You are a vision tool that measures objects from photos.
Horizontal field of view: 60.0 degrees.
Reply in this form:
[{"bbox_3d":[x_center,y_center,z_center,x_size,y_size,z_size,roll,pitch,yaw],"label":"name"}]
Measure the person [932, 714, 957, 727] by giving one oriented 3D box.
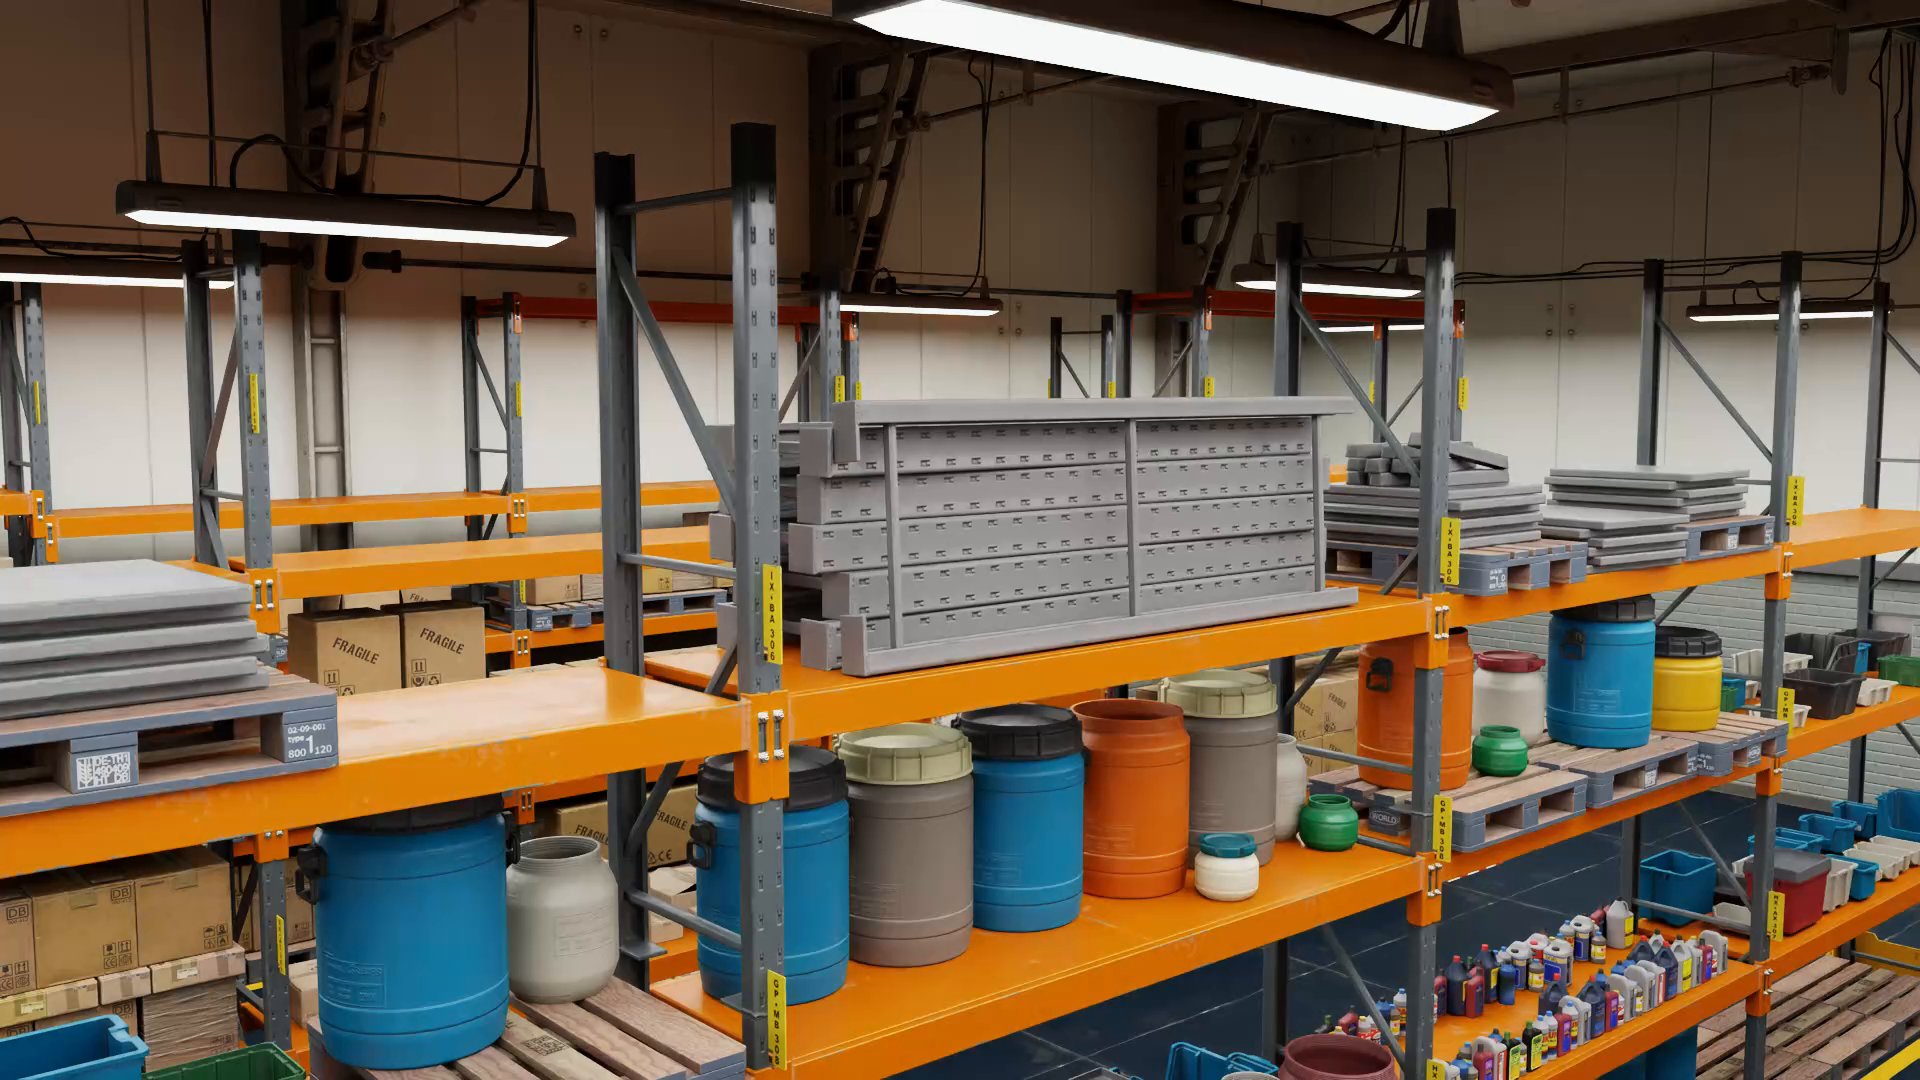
[{"bbox_3d":[-0.117,2.336,17.333,0.689,1.823,0.924,5,8,44],"label":"person"}]
